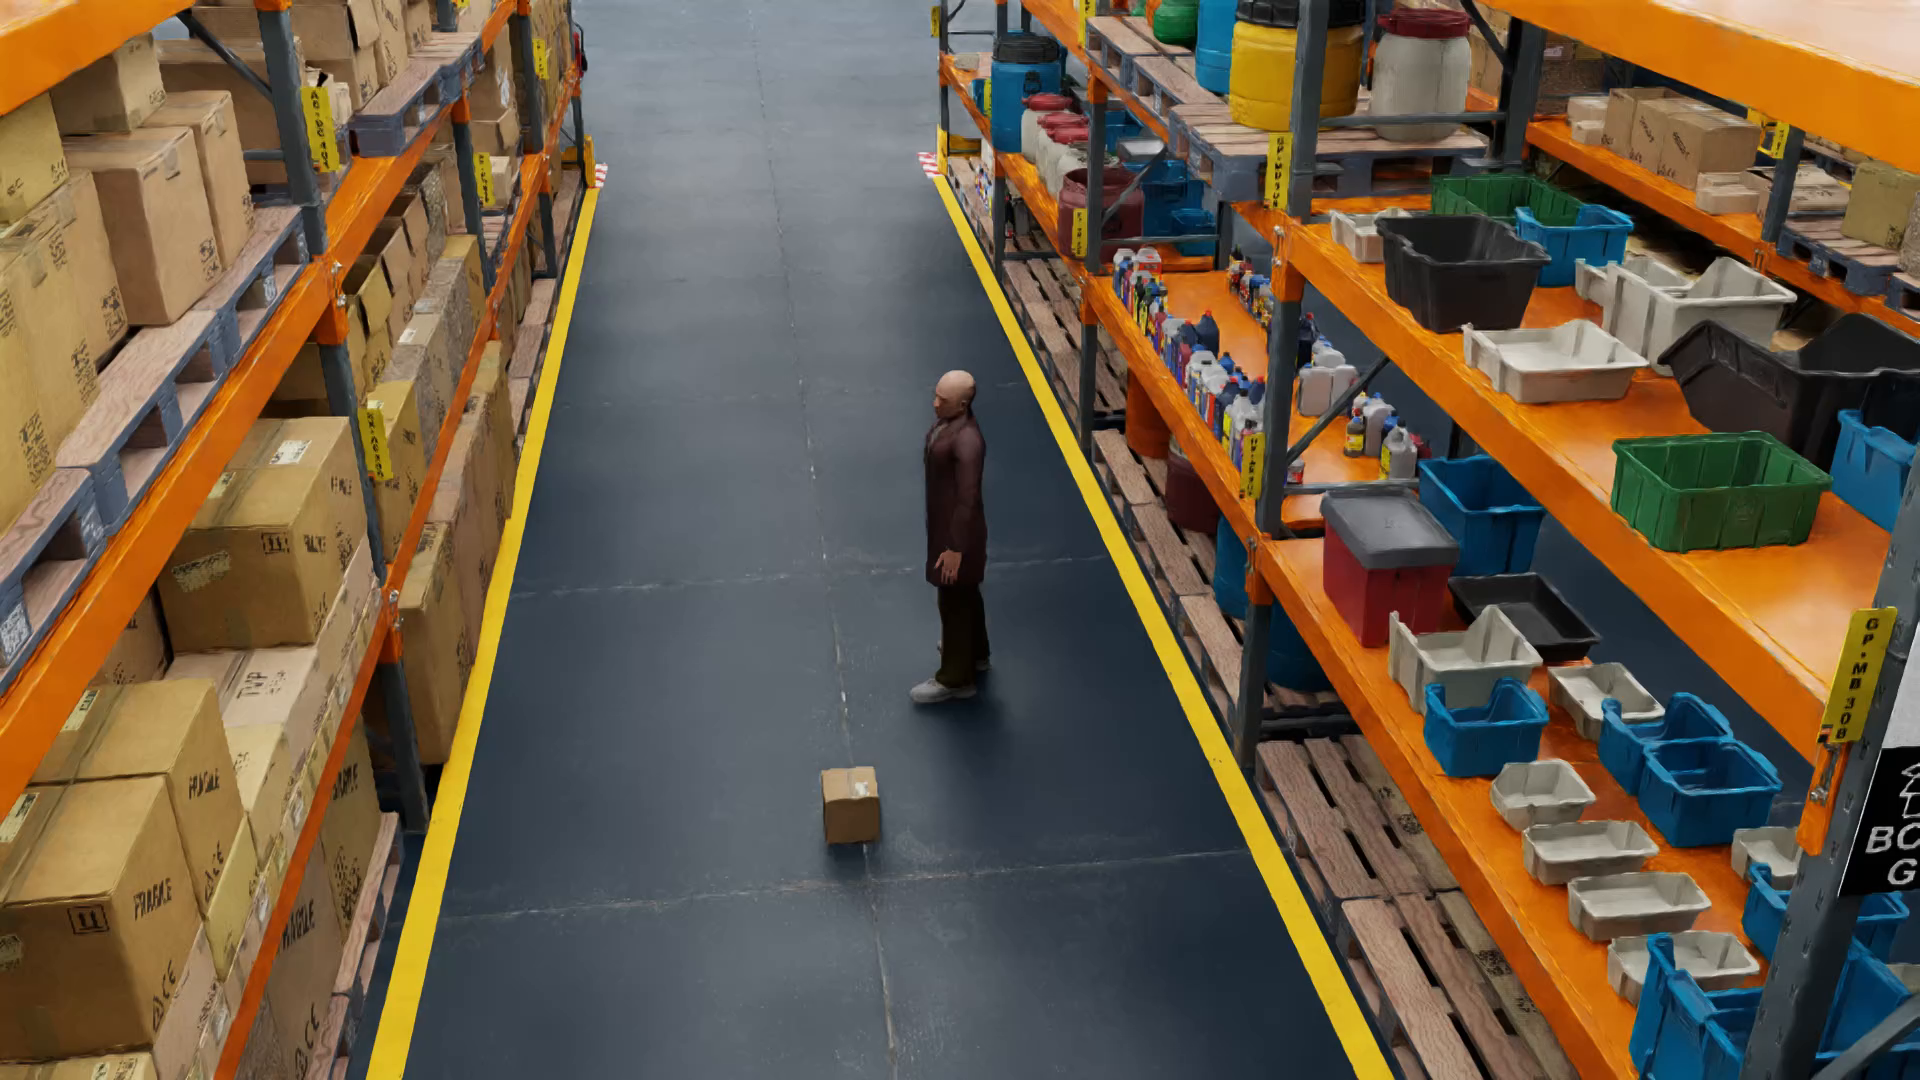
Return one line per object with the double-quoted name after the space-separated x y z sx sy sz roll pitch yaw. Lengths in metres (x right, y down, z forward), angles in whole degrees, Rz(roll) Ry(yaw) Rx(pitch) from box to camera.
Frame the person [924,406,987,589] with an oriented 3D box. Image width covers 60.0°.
-0.020 -0.226 8.524 0.341 0.910 0.677 -2 27 -4 "person"
